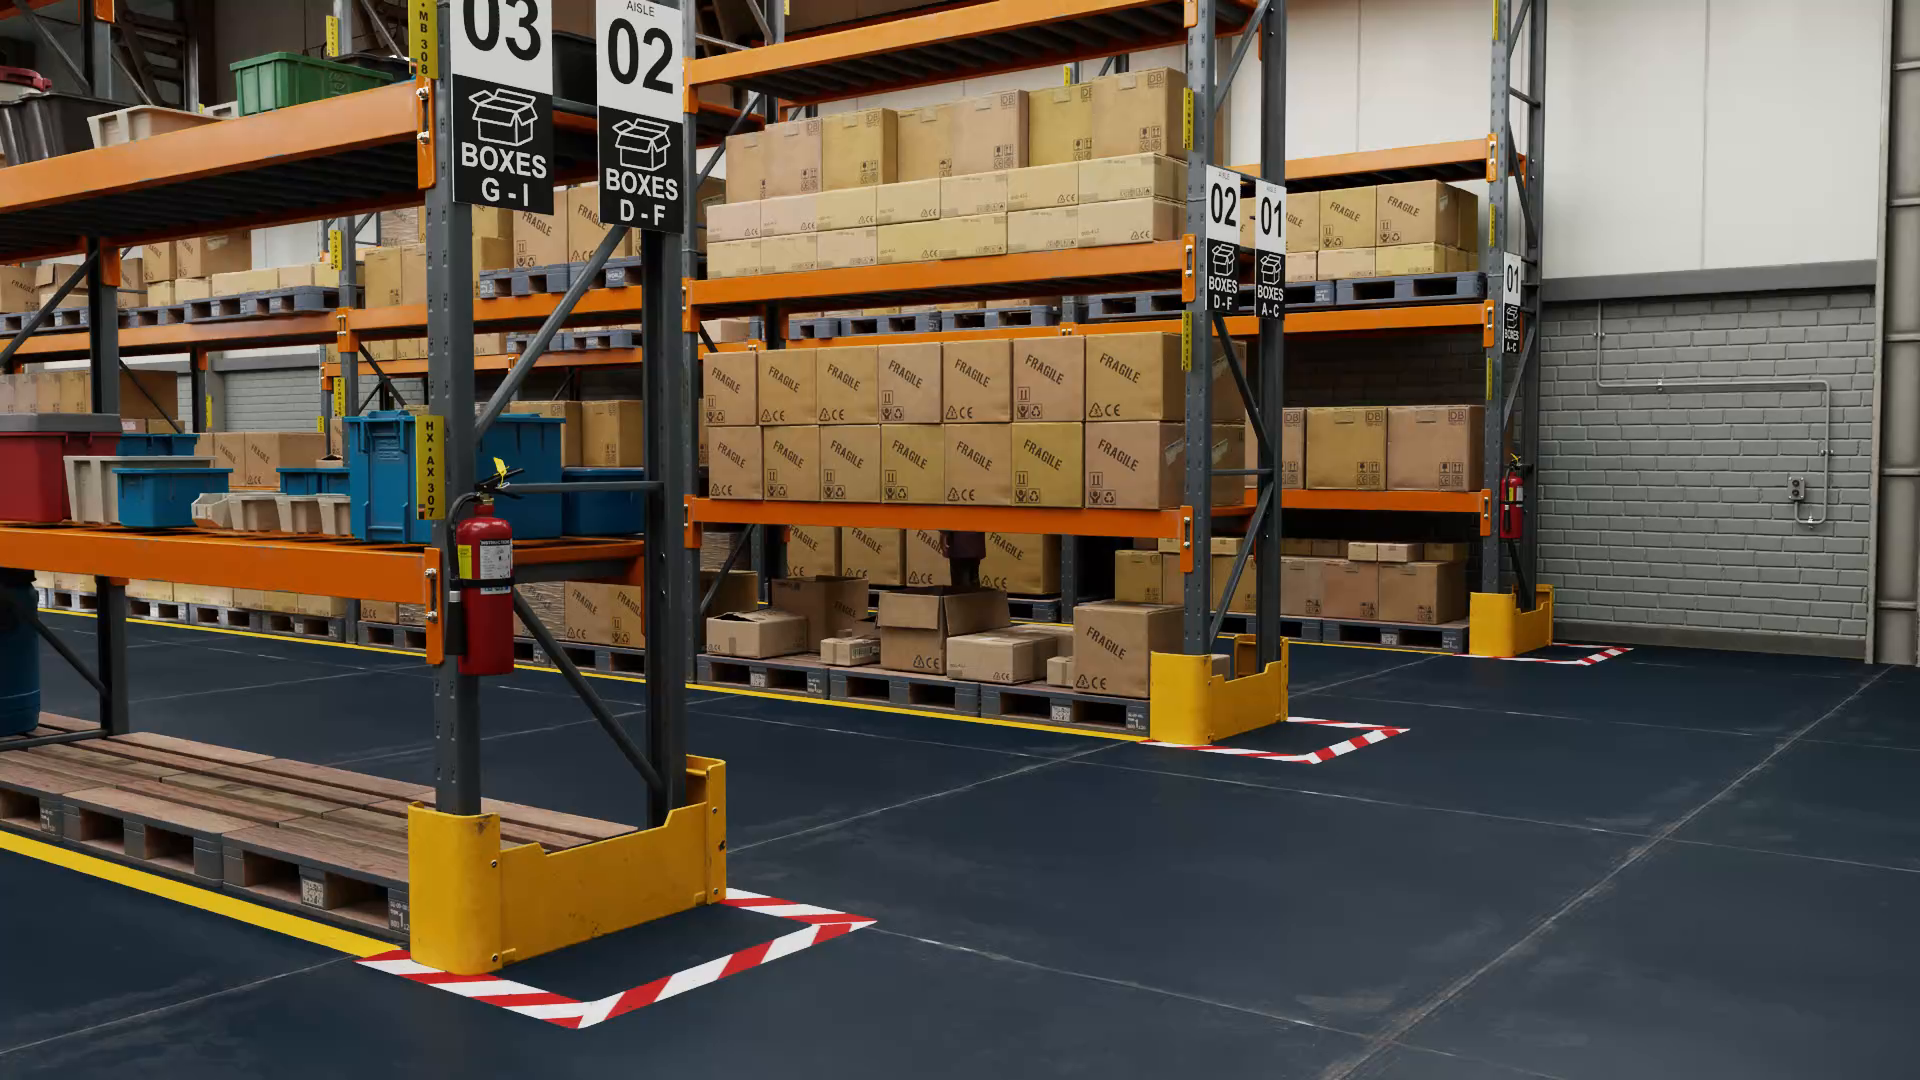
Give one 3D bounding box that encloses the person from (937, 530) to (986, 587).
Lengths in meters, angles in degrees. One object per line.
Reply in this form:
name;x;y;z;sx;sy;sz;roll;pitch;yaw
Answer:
person;-0.024;-0.070;15.028;0.582;1.776;0.695;2;4;36
